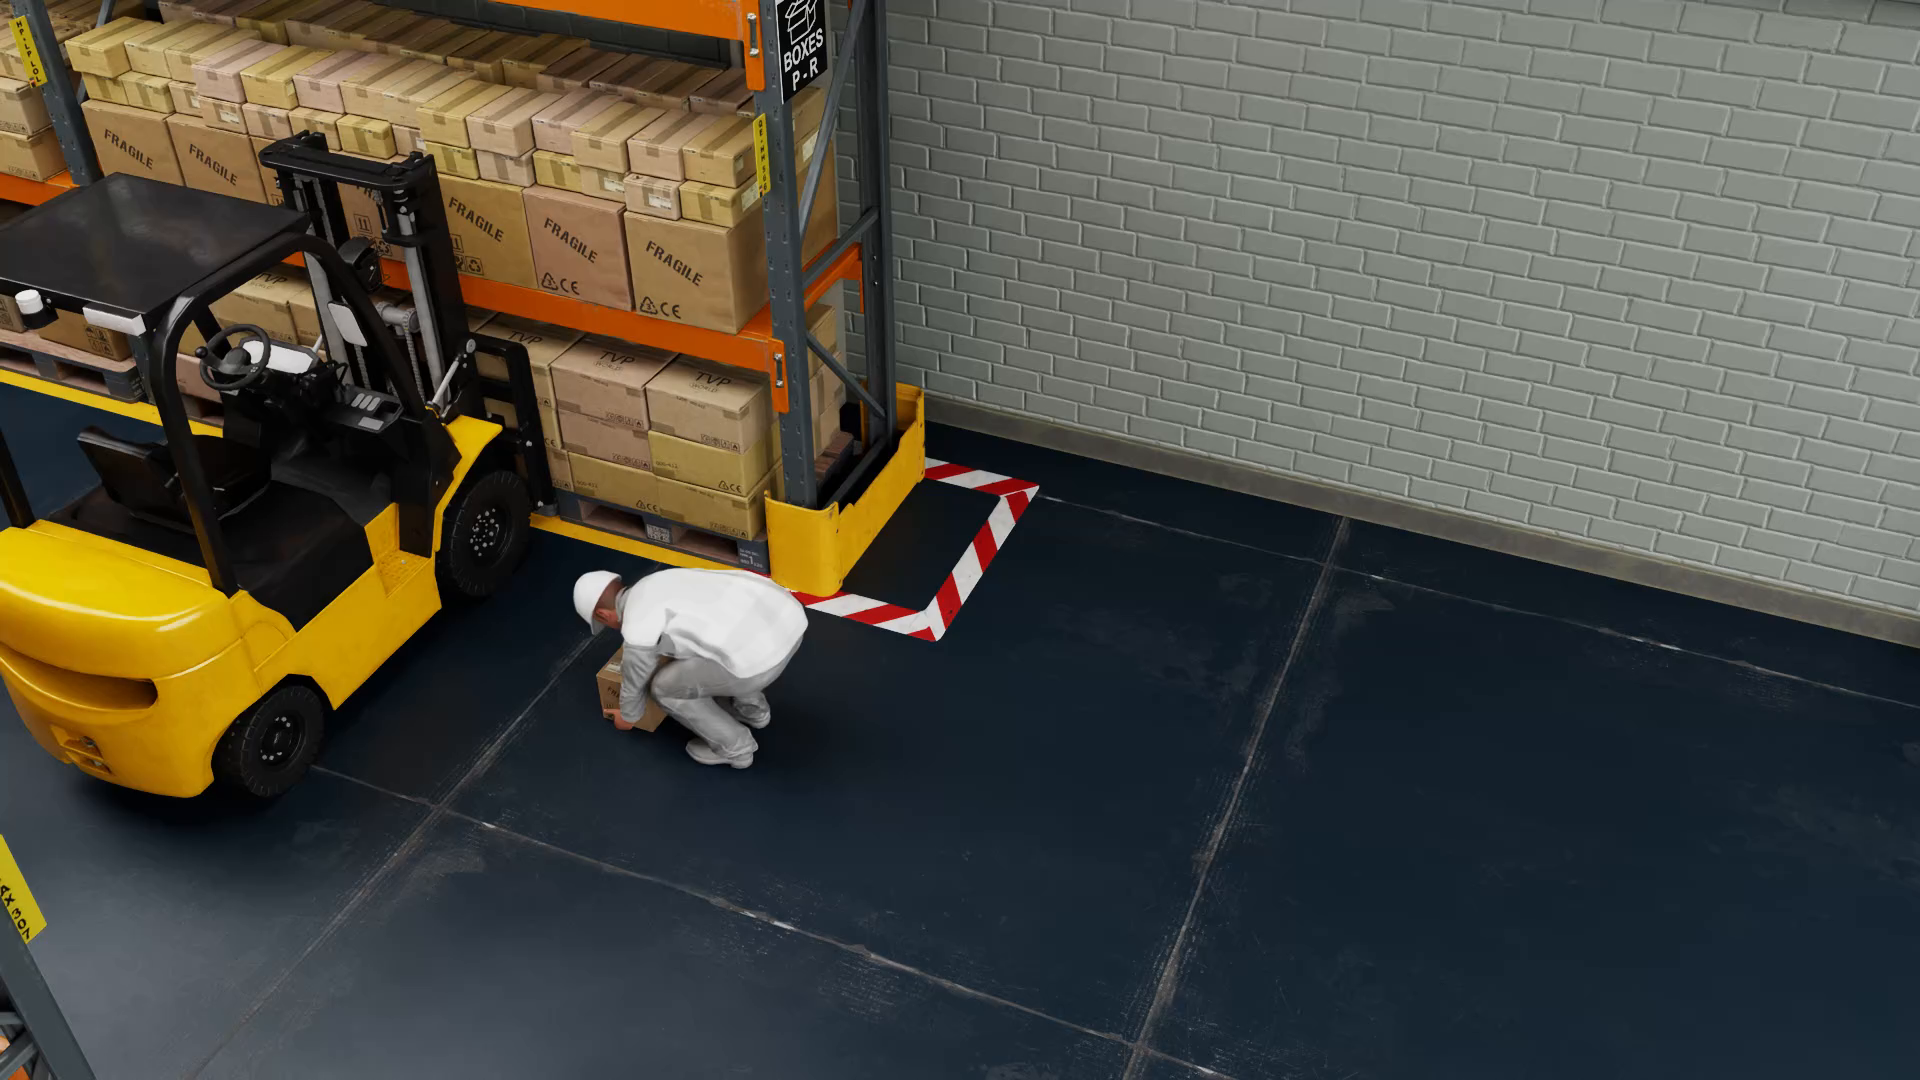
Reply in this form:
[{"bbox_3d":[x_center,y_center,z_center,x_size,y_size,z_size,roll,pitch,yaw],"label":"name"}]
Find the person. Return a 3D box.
[{"bbox_3d":[-0.924,0.156,6.590,0.443,1.774,0.565,13,39,16],"label":"person"}]
